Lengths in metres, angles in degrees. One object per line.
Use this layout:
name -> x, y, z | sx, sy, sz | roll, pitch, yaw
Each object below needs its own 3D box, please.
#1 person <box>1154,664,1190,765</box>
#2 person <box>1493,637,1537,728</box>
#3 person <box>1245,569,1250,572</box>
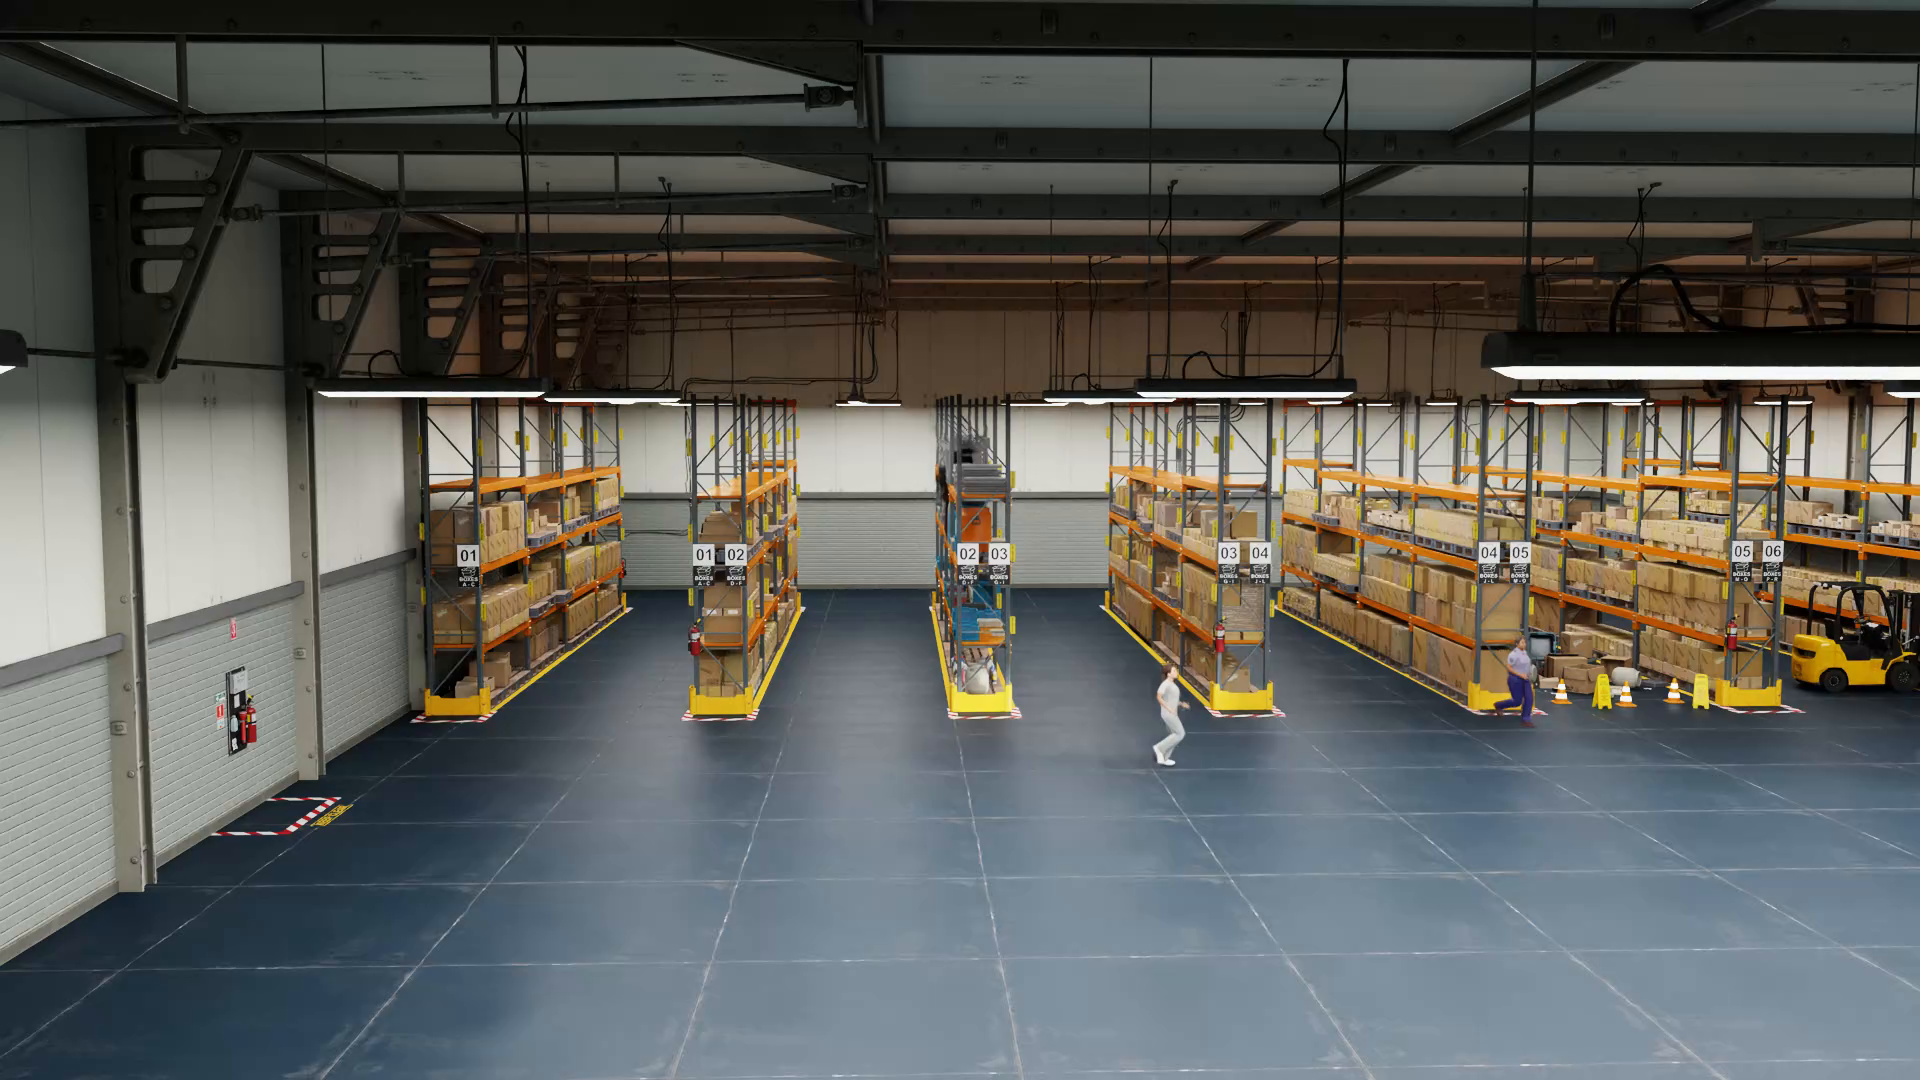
person -> 3.402, 2.803, 26.685 | 0.544, 1.626, 0.540 | 2, 5, 19
person -> 10.085, 2.558, 30.082 | 0.617, 1.634, 0.798 | -4, 6, -42
person -> 7.958, 1.220, 46.492 | 0.703, 1.722, 0.665 | 1, 5, 12
